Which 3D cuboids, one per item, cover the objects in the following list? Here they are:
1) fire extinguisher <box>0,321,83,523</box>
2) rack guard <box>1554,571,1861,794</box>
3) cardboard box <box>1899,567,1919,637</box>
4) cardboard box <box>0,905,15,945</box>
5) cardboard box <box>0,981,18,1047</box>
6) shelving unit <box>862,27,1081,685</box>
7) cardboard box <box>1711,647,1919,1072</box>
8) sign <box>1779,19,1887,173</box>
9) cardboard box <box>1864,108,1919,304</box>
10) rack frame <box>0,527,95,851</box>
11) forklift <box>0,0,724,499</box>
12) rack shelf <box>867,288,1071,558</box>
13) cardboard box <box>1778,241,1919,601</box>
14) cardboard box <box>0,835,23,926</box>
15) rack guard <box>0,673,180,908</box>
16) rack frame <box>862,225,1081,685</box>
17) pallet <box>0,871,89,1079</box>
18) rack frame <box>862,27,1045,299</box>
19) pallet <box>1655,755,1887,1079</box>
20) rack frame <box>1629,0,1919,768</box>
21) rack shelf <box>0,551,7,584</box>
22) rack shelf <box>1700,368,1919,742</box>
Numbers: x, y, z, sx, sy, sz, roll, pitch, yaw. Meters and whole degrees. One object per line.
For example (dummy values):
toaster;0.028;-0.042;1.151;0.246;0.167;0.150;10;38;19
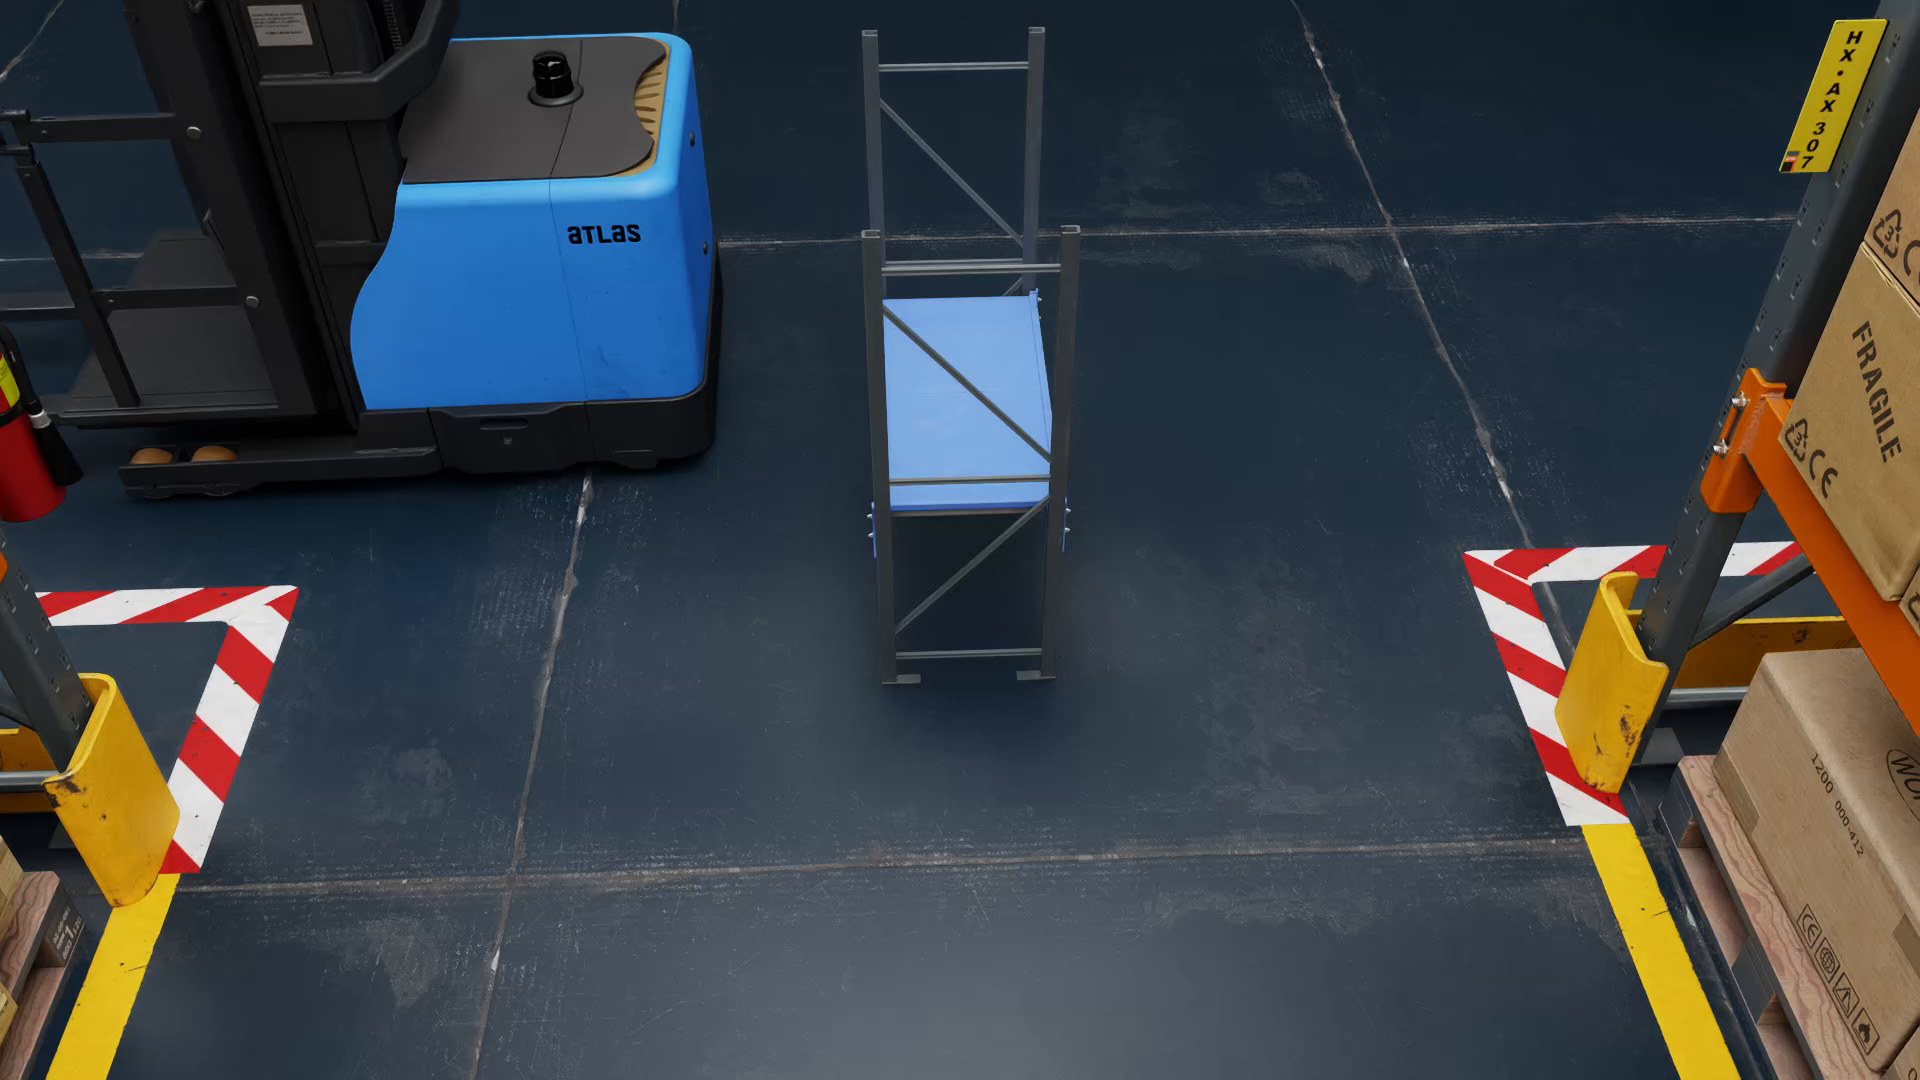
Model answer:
fire extinguisher;-2.217;-0.342;3.736;0.296;0.674;0.183;-2;43;-2
rack guard;2.273;0.370;4.476;1.175;0.500;0.348;-2;43;-2
cardboard box;2.057;0.101;2.846;0.500;0.500;0.500;-2;43;-2
cardboard box;-2.436;0.921;3.824;0.380;0.149;0.250;-1;43;-1
cardboard box;-2.324;1.092;3.638;0.380;0.149;0.250;0;43;0
shelving unit;0.004;-0.495;4.680;0.538;1.500;1.048;-2;43;-2
cardboard box;2.402;0.698;3.854;0.875;0.438;0.875;-3;43;-3
sign;1.719;-0.871;3.281;0.100;0.325;0.005;-2;43;-2
cardboard box;2.010;-0.608;2.879;0.500;0.500;0.500;-3;43;-3
rack frame;-2.667;-0.325;3.384;1.000;3.000;0.127;-2;43;-2
forklift;-2.356;-1.584;4.809;3.031;2.935;1.130;-3;43;-3
rack shelf;0.004;-0.363;4.802;0.538;0.185;1.000;-2;43;-2
cardboard box;2.008;-0.239;3.217;0.500;0.500;0.500;-2;43;-2
cardboard box;-2.360;0.810;3.725;0.380;0.149;0.250;-3;43;-3
rack guard;-2.664;0.648;4.173;1.175;0.500;0.348;-2;43;-2
rack frame;0.025;-0.152;4.306;0.500;1.500;0.032;-2;43;-2
pallet;-2.665;1.304;3.671;1.003;0.211;1.213;-2;43;-2
rack frame;-0.018;-0.838;5.055;0.500;1.500;0.032;-2;43;-2
pallet;2.386;1.031;3.969;1.003;0.211;1.213;-2;43;-2
rack frame;2.274;-0.535;3.614;1.000;3.000;0.127;-2;43;-2
rack shelf;-2.582;1.291;2.154;1.077;0.370;4.000;-2;43;-2
rack shelf;2.359;1.081;2.384;1.077;0.370;4.000;-2;43;-2
